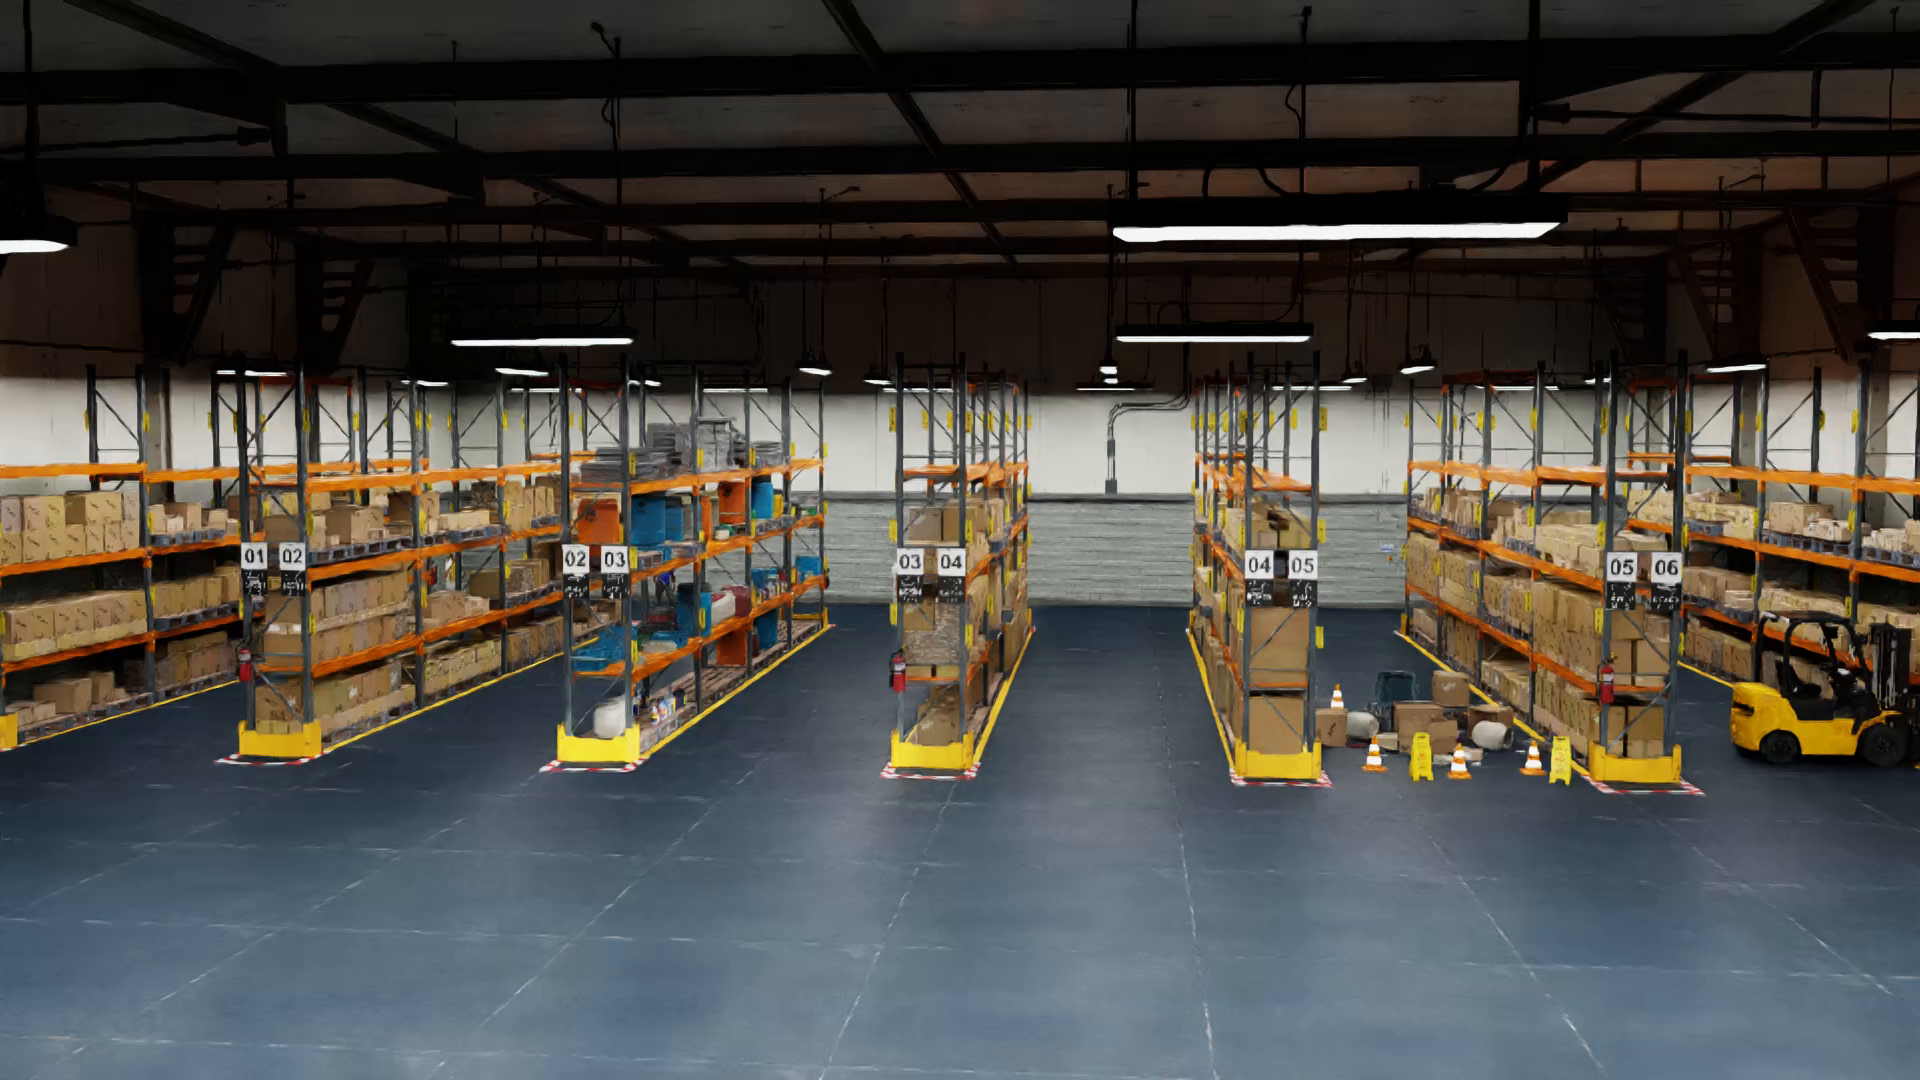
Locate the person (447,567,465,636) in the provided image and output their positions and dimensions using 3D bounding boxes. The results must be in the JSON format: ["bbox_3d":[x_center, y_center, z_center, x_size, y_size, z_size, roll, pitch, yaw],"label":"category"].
[{"bbox_3d":[-11.847,1.426,38.940,0.455,1.612,1.019,0,4,5],"label":"person"}]

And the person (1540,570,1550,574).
[{"bbox_3d":[12.903,1.489,36.860,0.574,1.763,0.682,2,5,27],"label":"person"}]

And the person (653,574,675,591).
[{"bbox_3d":[-7.508,0.868,42.166,0.566,0.921,0.532,-1,4,-12],"label":"person"}]

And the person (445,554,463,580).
[{"bbox_3d":[-13.149,1.093,43.387,0.561,1.640,0.733,4,5,42],"label":"person"}]

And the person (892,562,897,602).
[{"bbox_3d":[-1.460,1.174,42.065,0.554,1.669,1.031,0,4,4],"label":"person"}]
